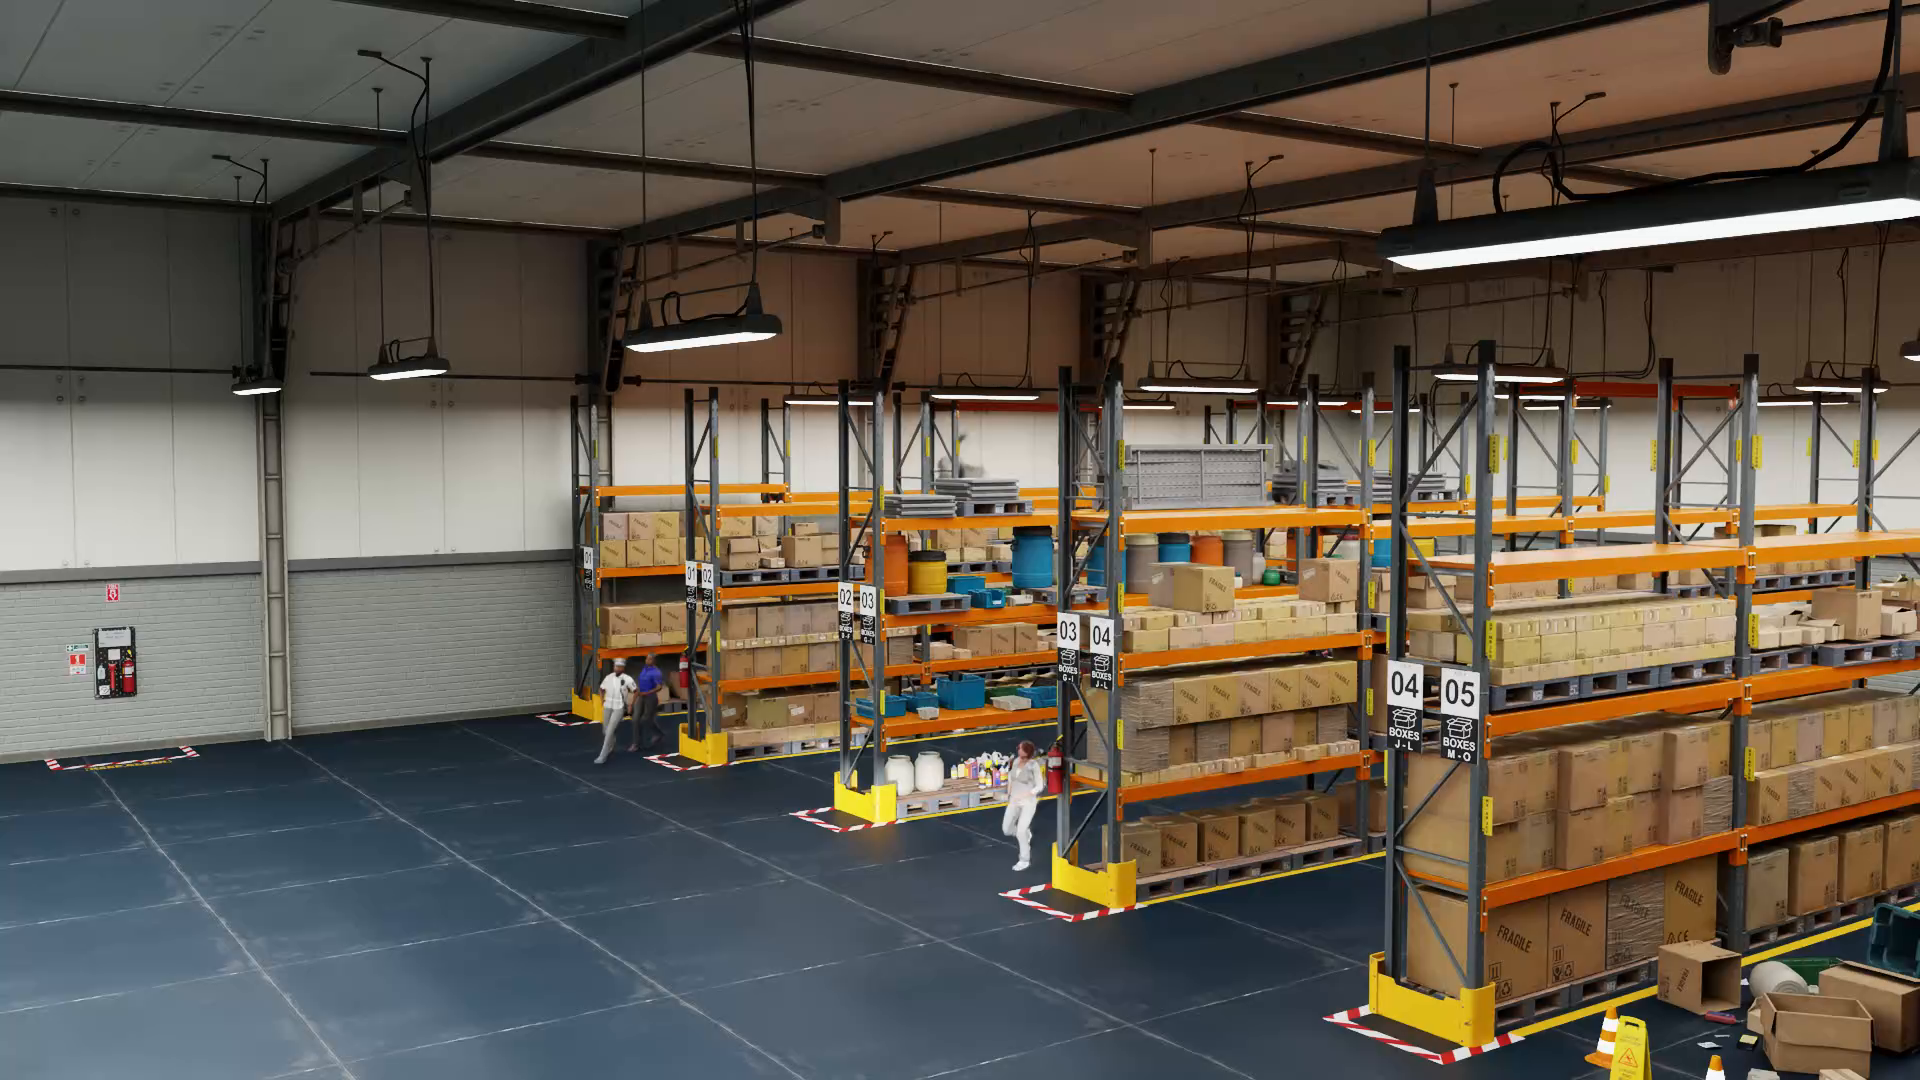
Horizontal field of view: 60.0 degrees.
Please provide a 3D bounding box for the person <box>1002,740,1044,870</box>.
[{"bbox_3d":[0.775,3.195,20.120,0.572,1.572,0.509,2,4,36],"label":"person"}]

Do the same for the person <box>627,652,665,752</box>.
[{"bbox_3d":[-5.162,2.697,27.750,0.601,1.646,0.784,2,4,35],"label":"person"}]

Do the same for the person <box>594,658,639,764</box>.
[{"bbox_3d":[-5.545,2.719,26.804,0.653,1.657,0.895,1,3,11],"label":"person"}]
